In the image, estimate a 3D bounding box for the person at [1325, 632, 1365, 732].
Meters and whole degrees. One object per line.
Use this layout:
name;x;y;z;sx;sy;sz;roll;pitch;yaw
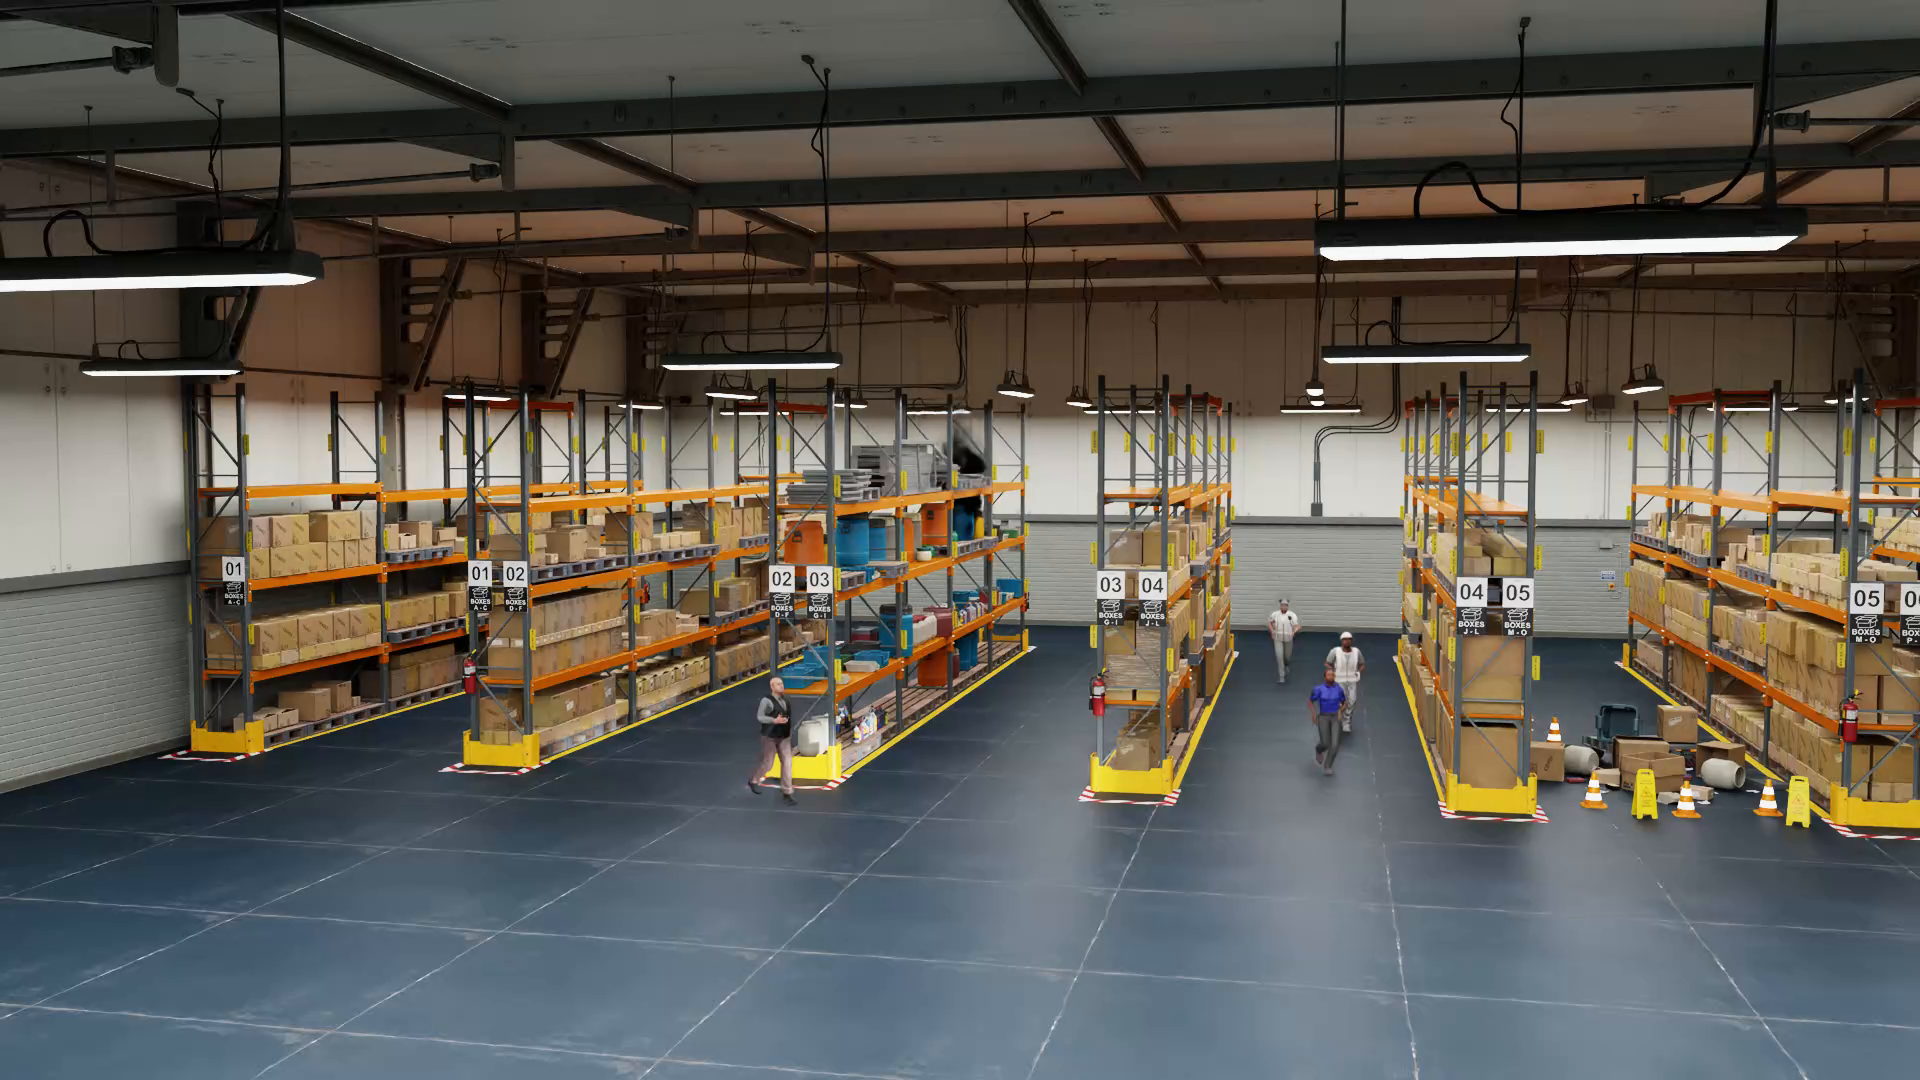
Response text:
person;6.755;2.475;29.120;0.688;1.735;0.599;0;3;2

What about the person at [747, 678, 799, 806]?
person;-2.592;2.800;23.345;0.935;1.749;0.666;3;4;43

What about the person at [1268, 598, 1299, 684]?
person;6.865;2.116;35.289;0.663;1.785;0.902;1;3;10

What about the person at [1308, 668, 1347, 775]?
person;5.613;2.756;25.310;0.575;1.611;0.559;0;3;-2
